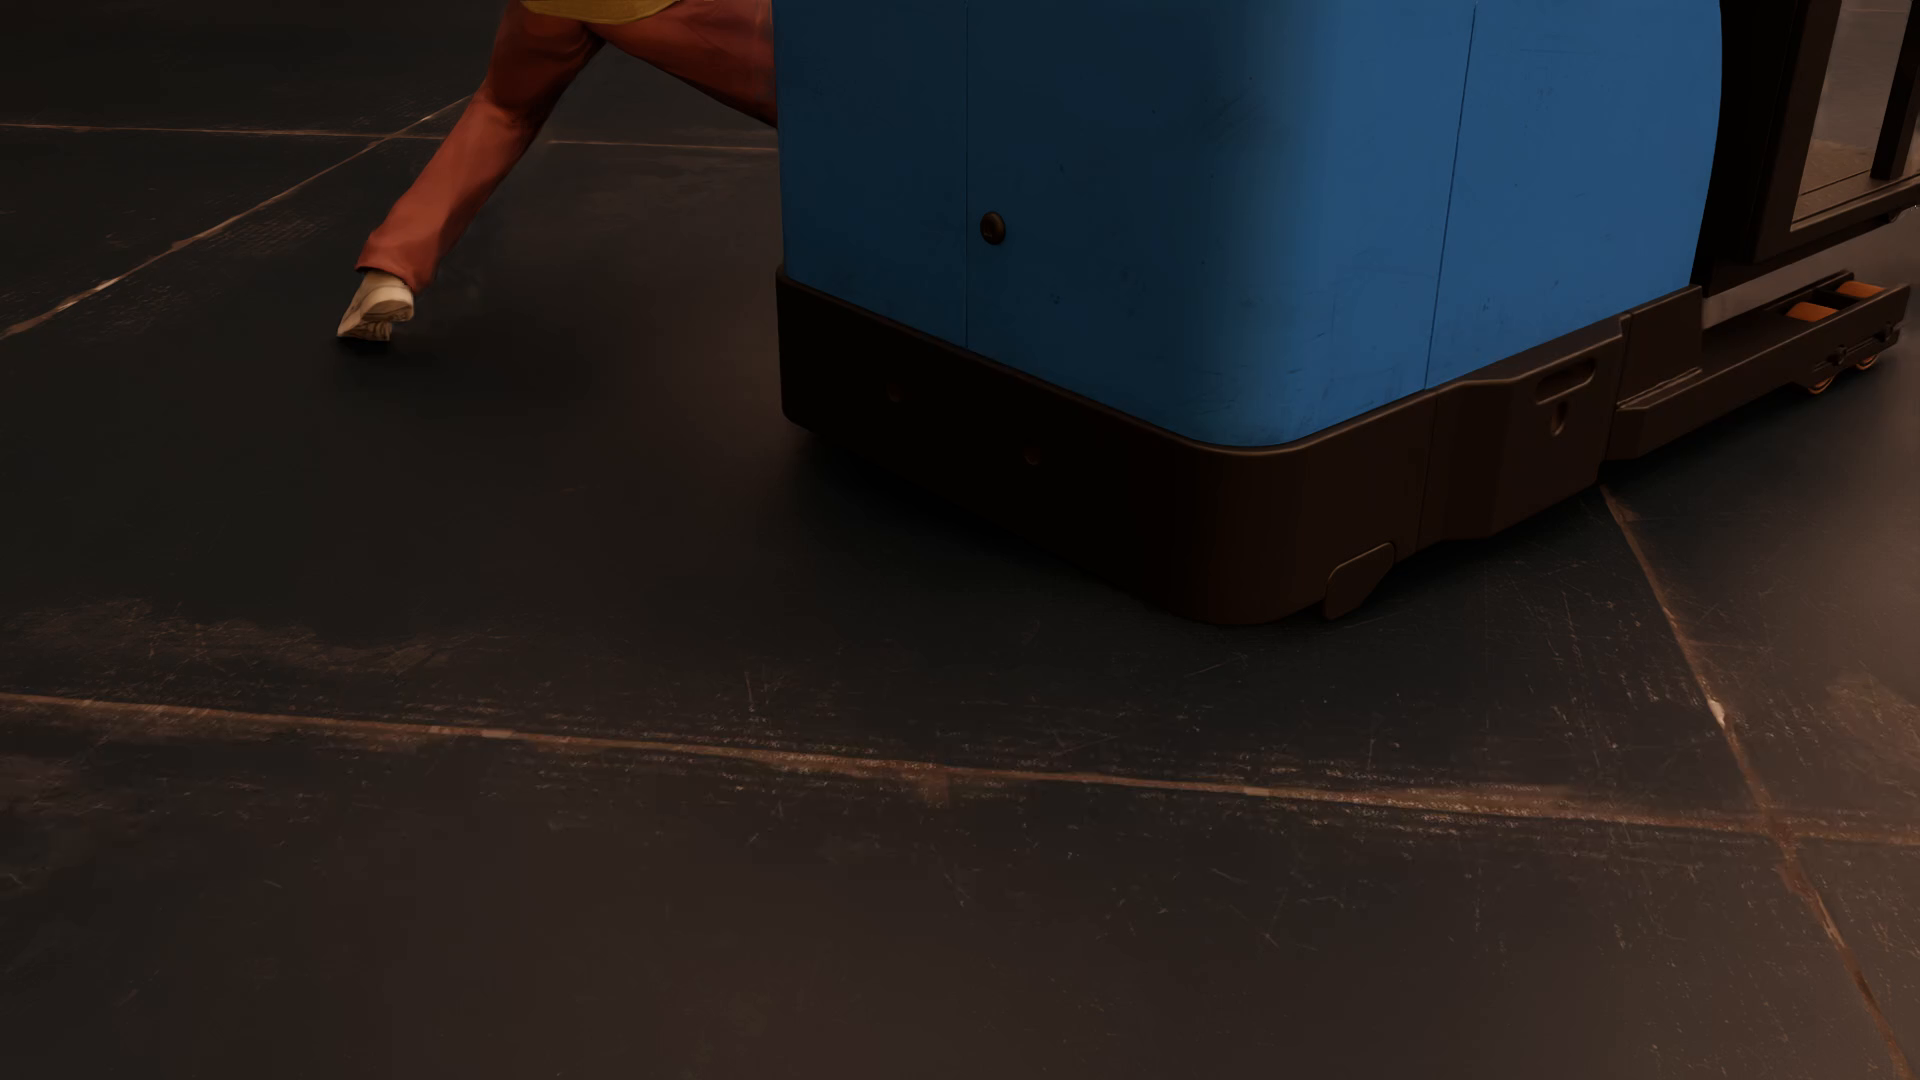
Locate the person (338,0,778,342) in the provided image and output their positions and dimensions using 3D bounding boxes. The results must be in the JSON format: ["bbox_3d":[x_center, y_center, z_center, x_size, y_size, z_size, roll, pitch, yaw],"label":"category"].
[{"bbox_3d":[-0.563,-0.967,3.051,1.213,1.267,0.825,13,30,25],"label":"person"}]

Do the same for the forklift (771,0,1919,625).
[{"bbox_3d":[1.152,-1.735,2.694,3.031,2.935,1.130,-21,33,-36],"label":"forklift"}]
